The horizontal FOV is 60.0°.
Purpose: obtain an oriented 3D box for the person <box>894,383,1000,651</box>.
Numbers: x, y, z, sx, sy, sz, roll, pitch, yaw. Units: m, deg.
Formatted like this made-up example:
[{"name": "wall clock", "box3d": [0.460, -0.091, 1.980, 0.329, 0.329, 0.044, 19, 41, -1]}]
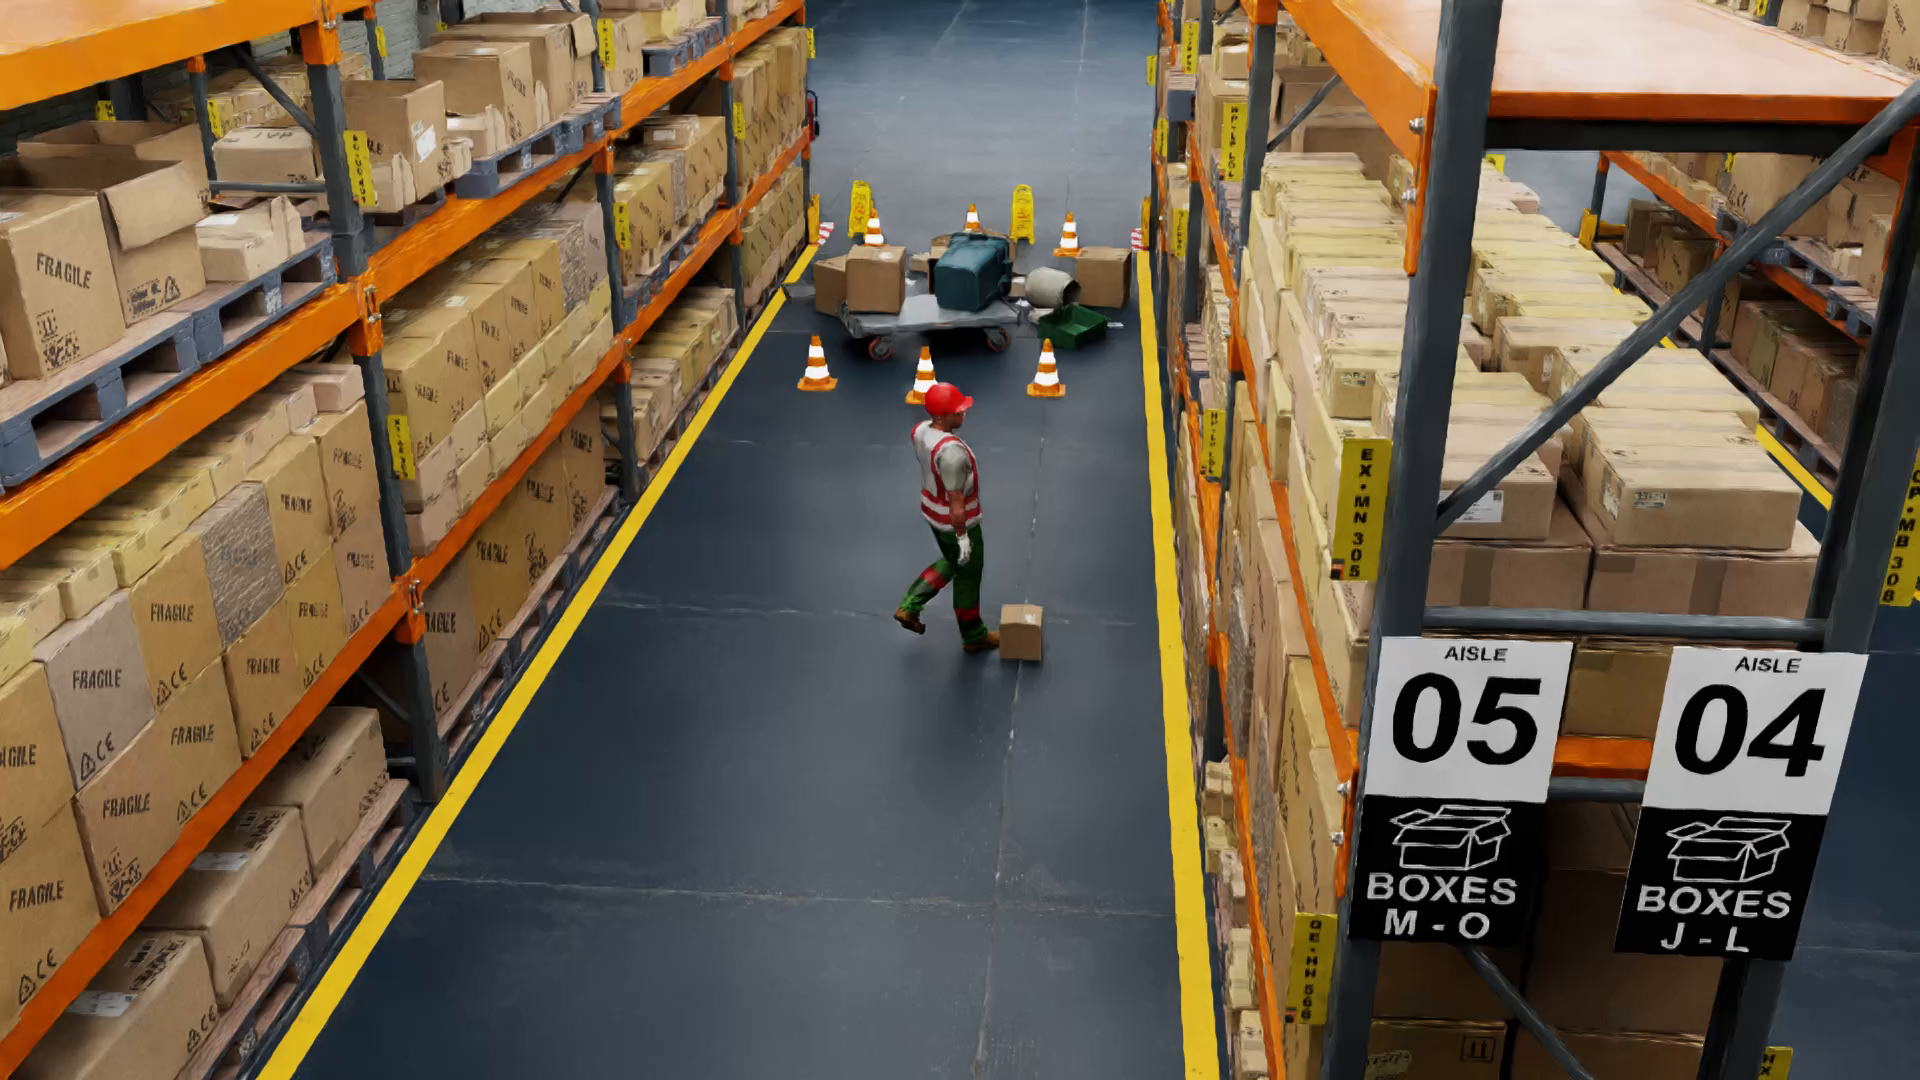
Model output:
[{"name": "person", "box3d": [-0.037, -0.130, 9.864, 0.710, 1.773, 0.598, -12, 27, -24]}]
